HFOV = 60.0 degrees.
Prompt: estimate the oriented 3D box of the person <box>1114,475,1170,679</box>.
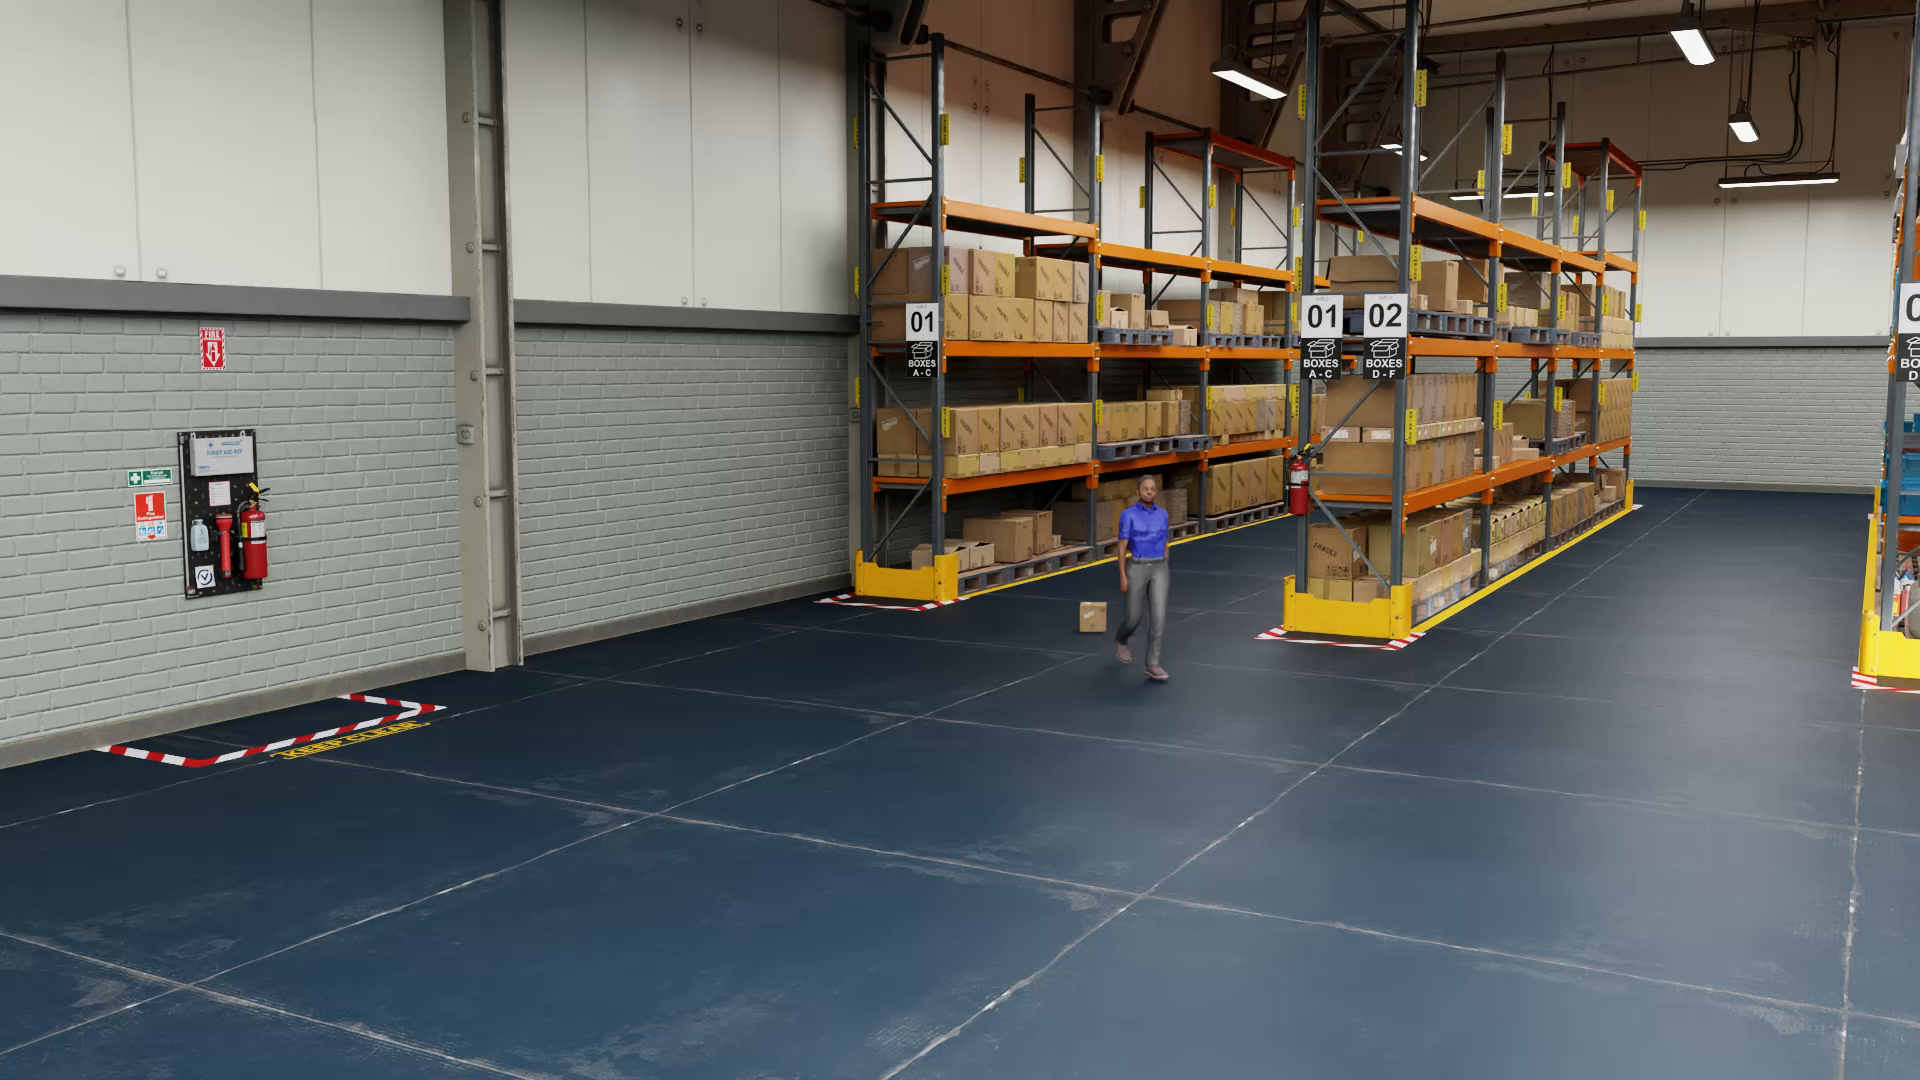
[{"bbox_3d":[1.497,0.282,13.593,0.451,1.632,0.700,-2,6,-15],"label":"person"}]
